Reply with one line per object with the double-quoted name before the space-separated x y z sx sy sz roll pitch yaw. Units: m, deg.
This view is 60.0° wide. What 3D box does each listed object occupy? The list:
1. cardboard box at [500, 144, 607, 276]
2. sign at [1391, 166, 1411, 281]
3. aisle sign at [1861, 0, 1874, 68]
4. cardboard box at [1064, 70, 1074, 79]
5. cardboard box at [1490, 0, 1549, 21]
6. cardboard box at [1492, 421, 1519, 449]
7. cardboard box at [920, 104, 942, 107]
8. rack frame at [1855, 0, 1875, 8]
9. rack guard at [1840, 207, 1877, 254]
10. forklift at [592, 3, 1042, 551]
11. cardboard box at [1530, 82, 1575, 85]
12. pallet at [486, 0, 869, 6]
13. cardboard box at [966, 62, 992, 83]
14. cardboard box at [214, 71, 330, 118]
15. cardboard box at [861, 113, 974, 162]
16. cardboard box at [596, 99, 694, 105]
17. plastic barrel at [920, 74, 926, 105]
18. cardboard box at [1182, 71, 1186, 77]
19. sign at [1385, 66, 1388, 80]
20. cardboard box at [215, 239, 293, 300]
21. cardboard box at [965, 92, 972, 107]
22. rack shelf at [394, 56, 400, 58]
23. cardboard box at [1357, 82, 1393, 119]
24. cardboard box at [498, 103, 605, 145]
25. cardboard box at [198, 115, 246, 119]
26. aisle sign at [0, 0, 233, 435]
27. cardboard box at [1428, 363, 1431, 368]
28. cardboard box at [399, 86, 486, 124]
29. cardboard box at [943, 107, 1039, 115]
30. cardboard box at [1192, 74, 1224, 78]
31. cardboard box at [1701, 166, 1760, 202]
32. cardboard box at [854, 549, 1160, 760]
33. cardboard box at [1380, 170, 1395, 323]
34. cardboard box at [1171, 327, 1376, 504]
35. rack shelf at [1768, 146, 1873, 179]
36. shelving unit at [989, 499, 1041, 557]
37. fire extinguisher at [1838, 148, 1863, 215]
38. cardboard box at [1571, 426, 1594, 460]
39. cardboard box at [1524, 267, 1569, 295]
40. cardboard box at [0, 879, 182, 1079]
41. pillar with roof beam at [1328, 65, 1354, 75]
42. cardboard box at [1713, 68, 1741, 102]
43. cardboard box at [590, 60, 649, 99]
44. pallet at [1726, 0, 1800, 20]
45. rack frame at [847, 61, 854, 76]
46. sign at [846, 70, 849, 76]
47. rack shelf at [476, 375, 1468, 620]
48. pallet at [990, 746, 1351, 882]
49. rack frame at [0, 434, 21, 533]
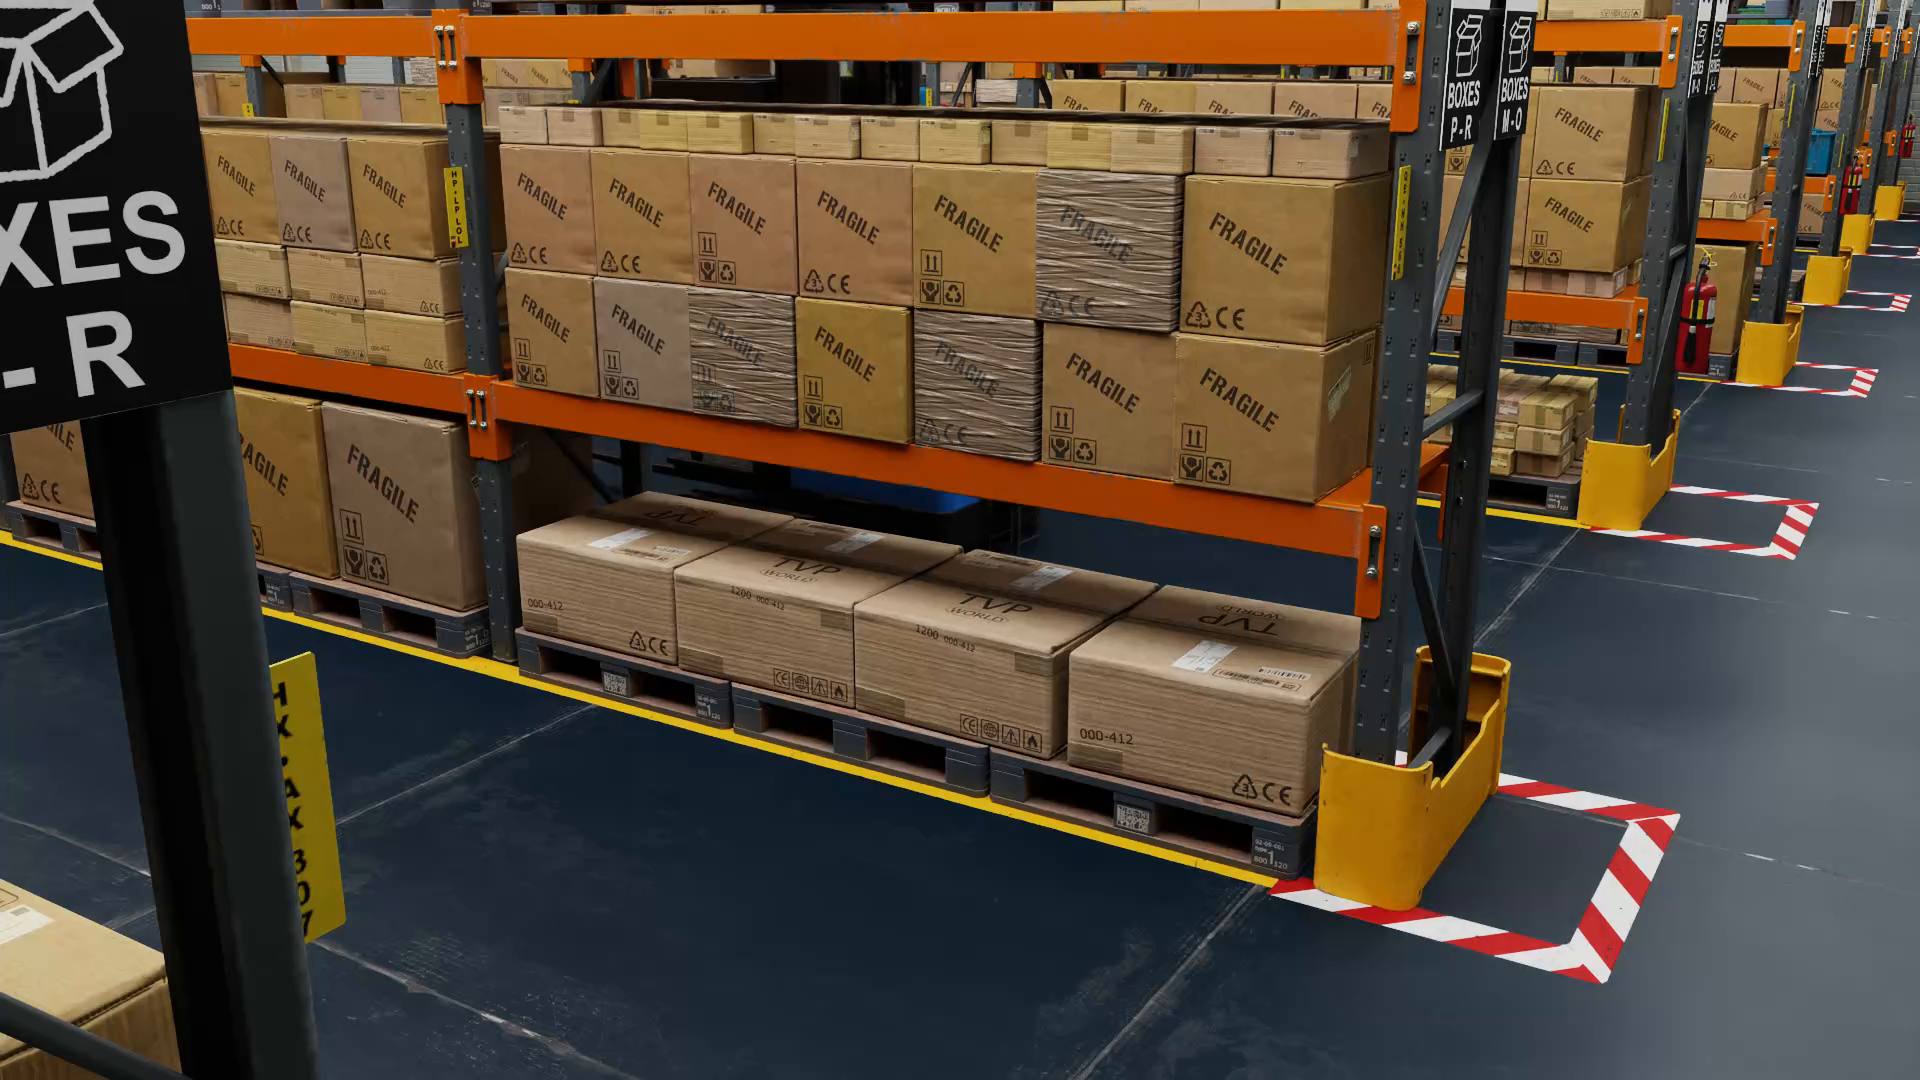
"cardboard box" -1.538 -1.397 6.925 0.500 0.500 0.500 10 20 30
"sign" 1.296 -0.929 4.880 0.005 0.325 0.100 10 20 30
"aisle sign" 9.278 -5.236 16.984 0.004 0.787 0.394 10 20 30
"cardboard box" 2.023 -8.954 32.632 0.500 0.500 0.500 9 19 28
"cardboard box" 3.132 -3.079 9.452 0.500 0.250 0.500 10 20 30
"cardboard box" 3.303 -0.677 10.121 0.250 0.149 0.380 10 19 29
"cardboard box" -0.520 -4.387 17.766 0.500 0.500 0.500 8 18 23
"rack frame" 9.370 -6.946 16.765 0.127 3.000 1.000 10 20 30
"rack guard" 11.901 -4.117 22.075 0.348 0.500 1.175 10 20 30
"forklift" -1.036 -1.604 9.619 3.031 2.935 1.130 11 20 32
"cardboard box" 3.419 -2.513 10.090 0.500 0.500 0.500 11 20 32
"pallet" -1.125 -2.268 6.680 1.213 0.211 1.003 10 20 30
"cardboard box" 0.501 -8.014 28.200 0.500 0.500 0.700 10 20 30
"cardboard box" -6.426 -4.114 15.648 0.550 0.550 0.875 10 20 30
"cardboard box" -0.149 -1.461 6.022 0.250 0.149 0.380 11 20 32
"cardboard box" -1.388 -1.871 7.372 0.250 0.149 0.380 10 19 29
"plastic barrel" -0.685 -6.007 23.132 0.708 0.901 0.600 10 20 30
"cardboard box" 4.038 -8.774 32.039 0.500 0.500 0.500 10 19 29
"sign" 7.462 -8.126 29.116 0.005 0.325 0.100 10 20 30
"cardboard box" -3.194 -1.328 7.992 0.500 0.250 0.500 11 20 31
"cardboard box" 0.480 -7.396 28.398 0.500 0.500 0.700 10 20 31
"rack shelf" -5.152 -6.069 20.277 4.000 0.370 1.077 10 20 30
"cardboard box" 2.696 -2.466 9.935 0.500 0.500 0.500 11 20 33
"cardboard box" -1.684 -1.727 6.897 0.250 0.149 0.380 10 19 29
"cardboard box" -4.206 -2.048 9.069 0.500 0.500 0.500 11 20 31
"aisle sign" -0.791 -0.471 1.297 0.004 0.787 0.394 10 20 30
"cardboard box" 2.896 -1.065 10.885 0.250 0.149 0.380 11 20 32
"cardboard box" -4.404 -3.681 14.447 0.500 0.500 0.700 10 20 30
"cardboard box" 0.135 -1.600 6.479 0.250 0.149 0.380 10 19 29
"cardboard box" 4.745 -8.527 31.362 0.500 0.500 0.700 10 20 30
"cardboard box" 6.226 -2.927 13.603 0.500 0.250 0.500 10 19 29
"cardboard box" 0.193 0.418 6.530 0.875 0.438 0.875 11 20 32
"cardboard box" 1.332 -1.064 5.831 0.500 0.500 0.500 10 19 29
"cardboard box" 1.042 -0.450 5.529 0.500 0.500 0.500 10 20 30
"rack shelf" 10.261 -5.262 22.779 4.000 0.370 1.077 10 20 30
"shelving unit" 0.303 -0.515 9.012 0.189 1.200 0.258 11 20 32
"fire extinguisher" 9.261 -3.724 17.256 0.183 0.674 0.296 10 20 30
"cardboard box" 3.817 -0.631 10.481 0.250 0.149 0.380 11 20 31
"cardboard box" 3.478 -1.542 9.729 0.250 0.149 0.380 10 20 30
"cardboard box" -1.248 0.629 1.895 0.500 0.250 0.500 10 20 30
"pillar with roof beam" 4.830 -9.962 26.694 0.400 9.000 9.100 10 20 30
"cardboard box" 10.130 -6.060 22.277 0.500 0.500 0.500 11 20 32
"cardboard box" -3.975 -5.343 19.405 0.500 0.500 0.500 10 20 30
"pallet" 6.140 -4.352 13.538 1.213 0.211 1.003 10 20 30
"rack frame" -1.668 -7.735 29.685 0.127 3.000 1.000 10 20 30
"sign" -1.964 -8.051 29.098 0.005 0.325 0.100 10 20 30
"rack shelf" -0.113 -0.354 6.624 4.000 0.370 1.077 10 20 30
"pallet" 0.869 0.838 6.260 1.213 0.211 1.003 10 20 30
"rack frame" -5.225 -1.611 9.524 0.127 3.000 1.000 10 20 30
